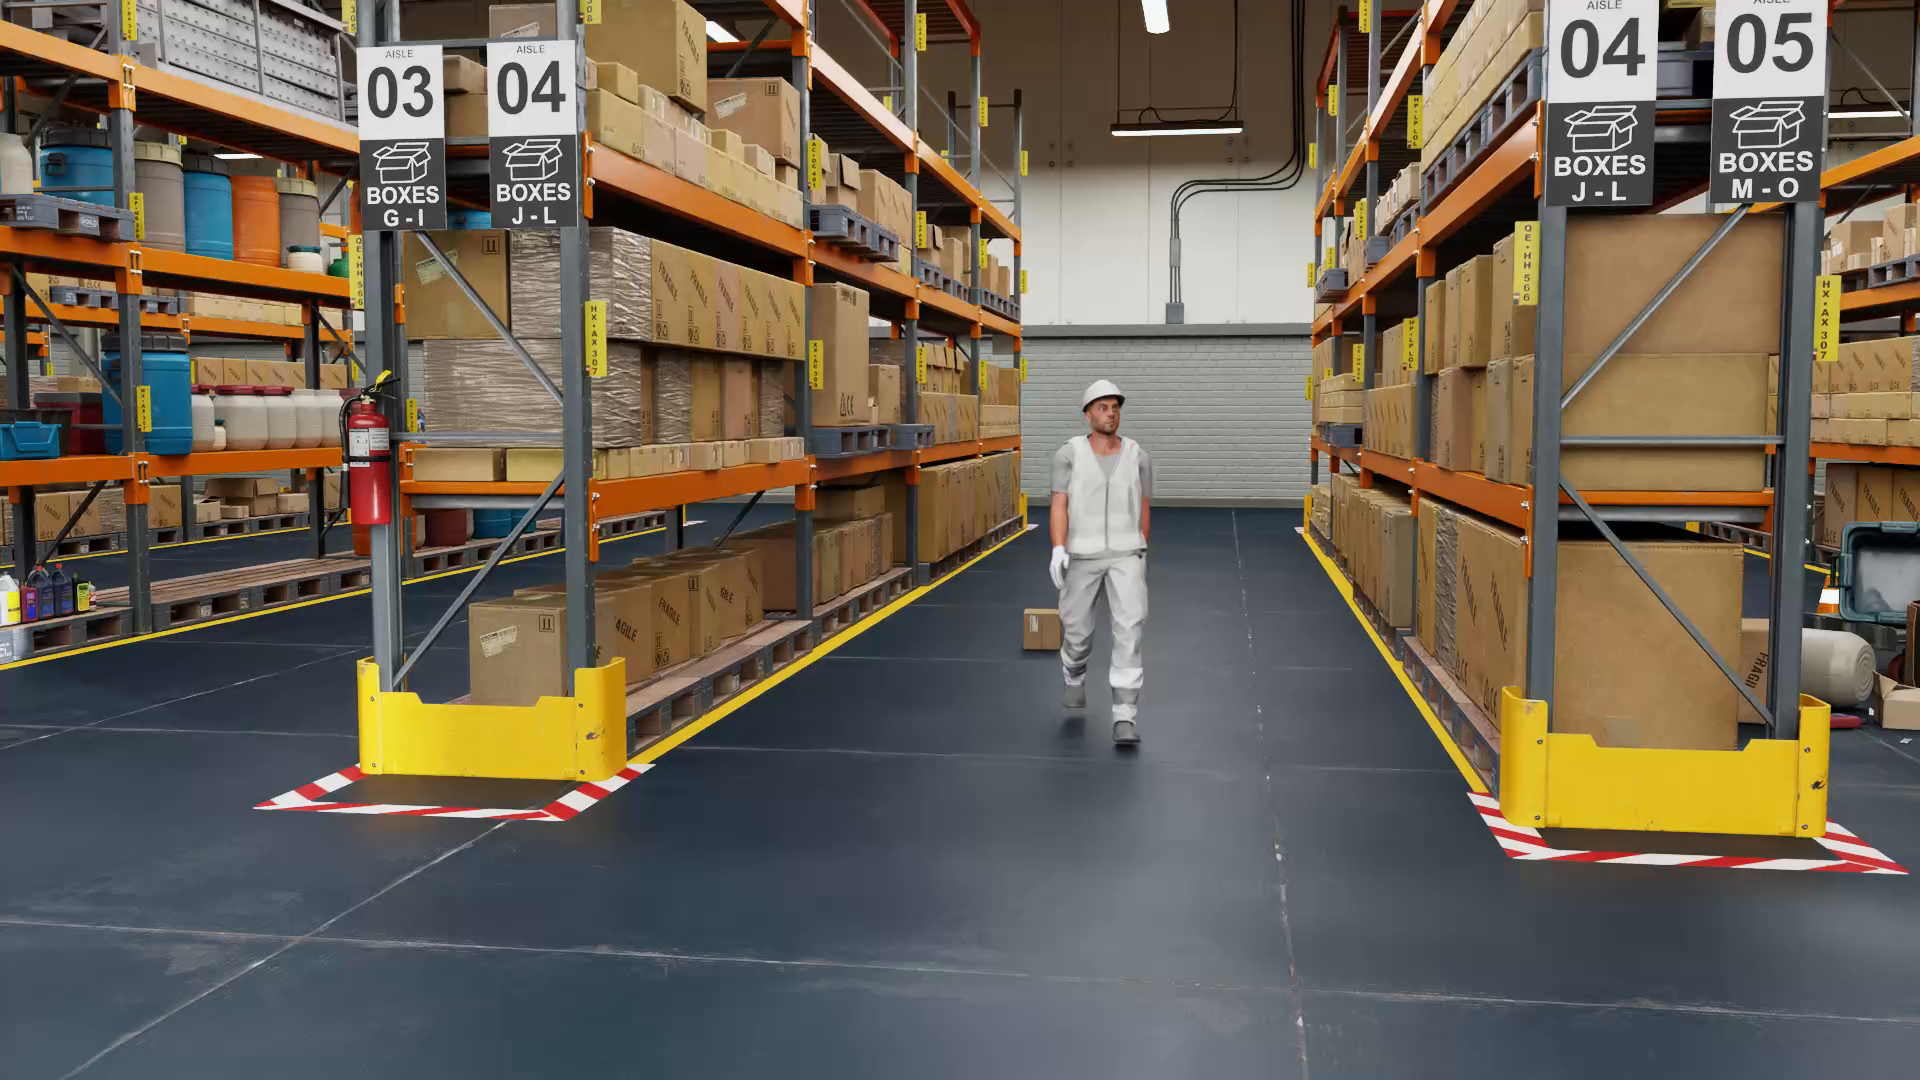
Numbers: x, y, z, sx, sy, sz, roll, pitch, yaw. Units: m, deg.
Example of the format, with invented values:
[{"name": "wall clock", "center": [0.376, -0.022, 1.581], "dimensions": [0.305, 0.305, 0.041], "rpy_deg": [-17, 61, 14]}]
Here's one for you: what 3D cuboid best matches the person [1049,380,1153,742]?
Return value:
[{"name": "person", "center": [0.699, 0.084, 8.267], "dimensions": [0.535, 1.756, 0.930], "rpy_deg": [0, 4, -2]}]
